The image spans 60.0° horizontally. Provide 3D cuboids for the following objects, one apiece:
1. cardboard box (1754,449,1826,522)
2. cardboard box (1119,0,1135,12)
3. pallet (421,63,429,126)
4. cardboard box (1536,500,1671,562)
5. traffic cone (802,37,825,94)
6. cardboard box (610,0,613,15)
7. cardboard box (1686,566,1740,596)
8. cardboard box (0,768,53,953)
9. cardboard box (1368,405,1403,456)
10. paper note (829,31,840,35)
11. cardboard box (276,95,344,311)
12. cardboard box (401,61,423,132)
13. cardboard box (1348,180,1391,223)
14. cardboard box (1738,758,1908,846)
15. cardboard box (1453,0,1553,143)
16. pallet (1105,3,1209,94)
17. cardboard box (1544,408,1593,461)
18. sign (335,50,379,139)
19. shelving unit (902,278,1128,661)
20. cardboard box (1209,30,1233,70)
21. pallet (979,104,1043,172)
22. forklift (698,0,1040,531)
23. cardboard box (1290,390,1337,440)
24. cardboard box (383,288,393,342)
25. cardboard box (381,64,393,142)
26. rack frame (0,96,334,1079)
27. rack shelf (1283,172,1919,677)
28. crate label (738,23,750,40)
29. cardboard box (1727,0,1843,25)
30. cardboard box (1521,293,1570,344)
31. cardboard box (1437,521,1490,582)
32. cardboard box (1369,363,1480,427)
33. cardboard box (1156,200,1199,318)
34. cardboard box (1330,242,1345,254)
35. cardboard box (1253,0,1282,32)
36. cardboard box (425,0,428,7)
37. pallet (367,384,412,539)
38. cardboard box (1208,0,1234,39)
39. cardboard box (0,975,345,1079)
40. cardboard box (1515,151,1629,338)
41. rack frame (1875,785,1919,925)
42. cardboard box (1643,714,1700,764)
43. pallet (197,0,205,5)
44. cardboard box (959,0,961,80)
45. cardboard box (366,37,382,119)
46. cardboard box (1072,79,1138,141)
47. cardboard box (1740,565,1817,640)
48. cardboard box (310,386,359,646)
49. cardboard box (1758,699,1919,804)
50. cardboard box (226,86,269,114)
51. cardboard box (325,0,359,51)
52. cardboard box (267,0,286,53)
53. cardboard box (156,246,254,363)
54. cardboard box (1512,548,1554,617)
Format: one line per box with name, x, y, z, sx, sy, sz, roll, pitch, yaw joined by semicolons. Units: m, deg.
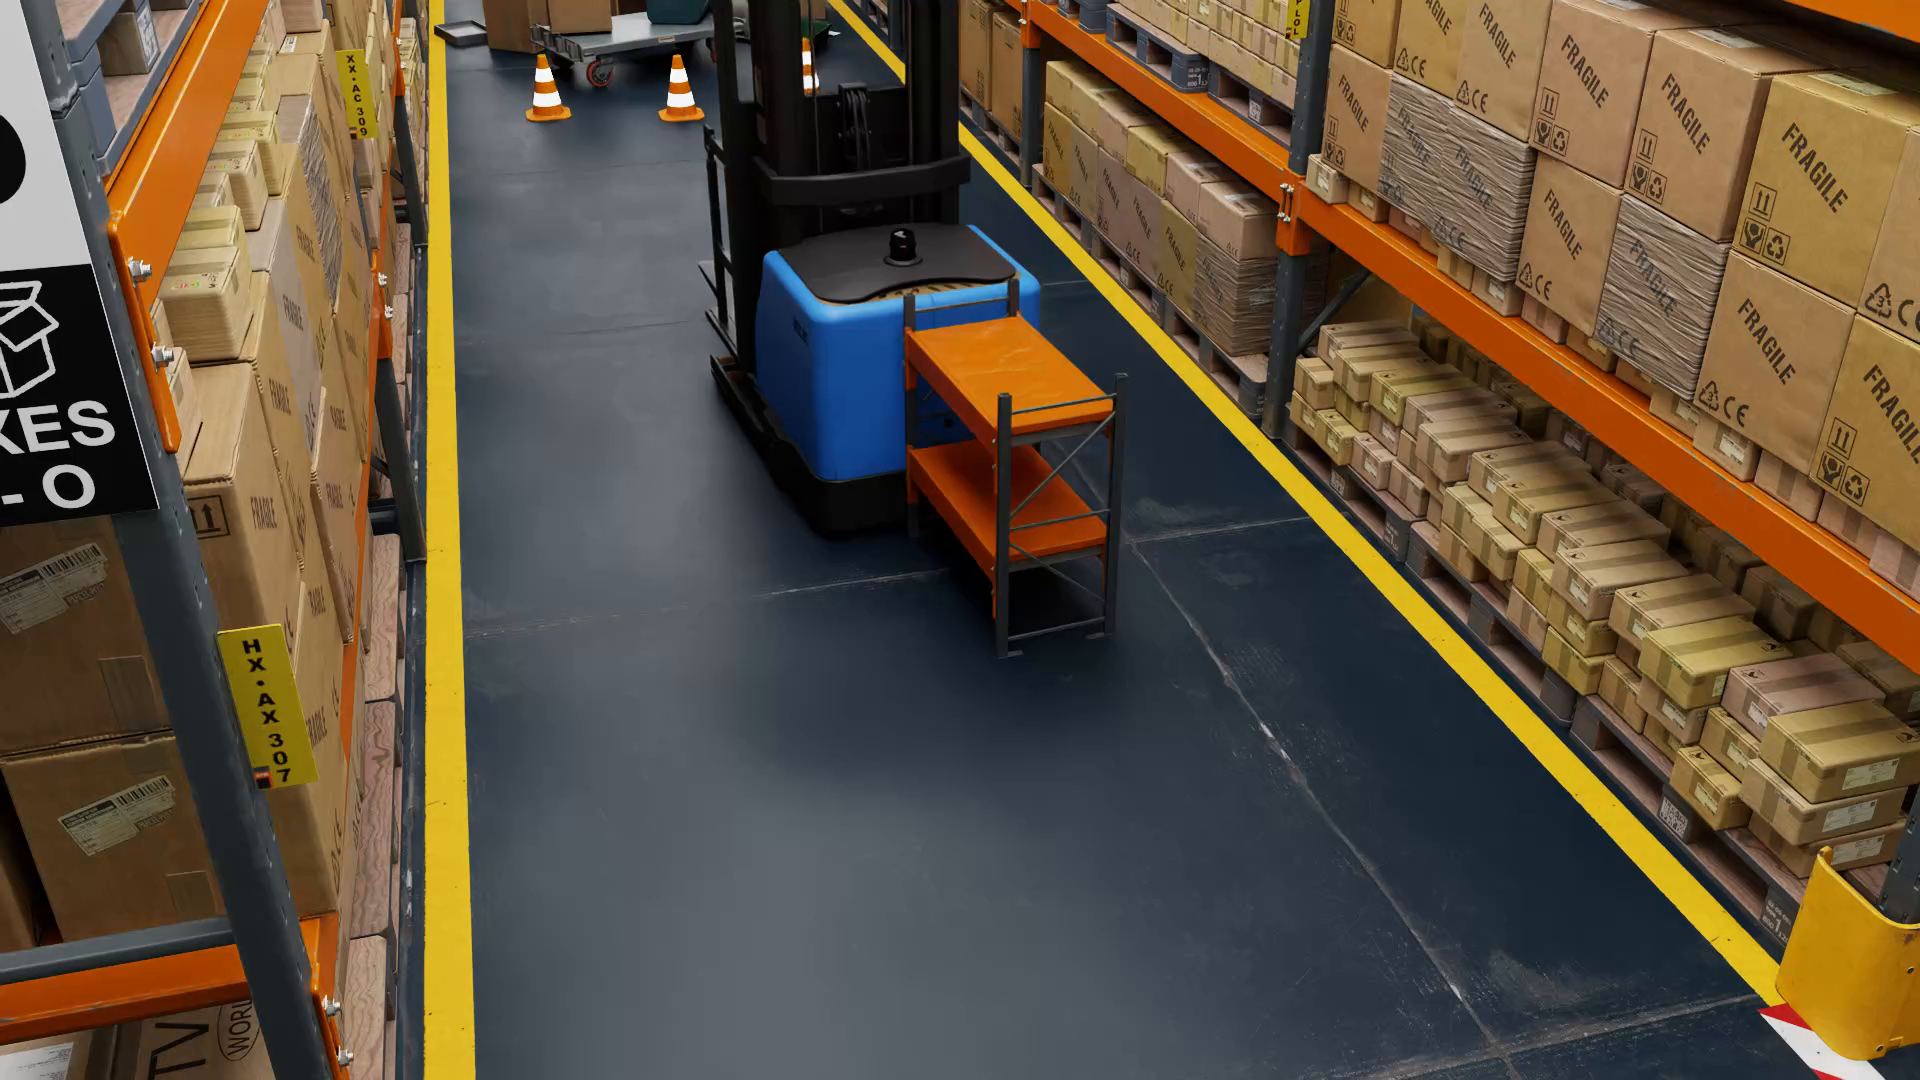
cardboard box;2.569;-0.196;4.845;0.380;0.149;0.250;-8;31;-14
cardboard box;1.129;-3.116;9.472;0.380;0.149;0.250;-7;31;-12
pallet;-4.684;-3.447;12.994;1.003;0.211;1.213;-8;31;-13
cardboard box;2.356;-0.003;6.094;0.380;0.149;0.250;-9;31;-15
traffic cone;-1.246;-3.790;13.336;0.336;0.463;0.334;-8;31;-13
cardboard box;-3.047;-5.369;16.024;0.637;0.503;0.797;19;35;29
cardboard box;2.853;0.195;6.048;0.380;0.149;0.250;-9;31;-16
cardboard box;-2.090;0.525;3.249;0.500;0.500;0.500;-8;31;-13
cardboard box;2.018;-0.509;7.264;0.380;0.149;0.250;-8;31;-14
paper note;-1.198;-4.656;15.263;0.142;0.020;0.147;19;35;29
cardboard box;-2.106;-0.960;4.816;0.500;0.500;0.500;-7;31;-13
cardboard box;-4.370;-3.139;11.882;0.950;0.372;0.625;-7;31;-12
cardboard box;1.877;-1.469;7.044;0.380;0.149;0.250;-7;31;-12
cardboard box;2.623;0.766;5.063;0.380;0.149;0.250;-9;31;-15
cardboard box;2.118;-1.731;5.852;0.500;0.500;0.500;-7;31;-12
pallet;1.480;-2.771;9.235;1.003;0.211;1.213;-8;31;-13
cardboard box;2.656;-0.449;6.865;0.380;0.149;0.250;-9;31;-16
sign;-2.234;-1.649;6.162;0.100;0.325;0.005;-8;31;-13
shelving unit;0.190;-0.309;6.660;0.538;1.125;1.048;-11;32;-18
cardboard box;1.481;-2.478;8.369;0.380;0.149;0.250;-9;31;-16
pallet;0.779;-2.989;12.203;1.003;0.211;1.213;-8;31;-13
forklift;-0.644;-2.032;7.834;1.130;2.935;3.031;-11;32;-18
cardboard box;1.764;-0.602;7.723;0.380;0.149;0.250;-9;31;-15
cardboard box;-3.258;-1.152;7.948;0.875;0.875;0.875;-7;31;-12
cardboard box;-3.014;-2.091;8.017;0.500;0.250;0.500;-8;31;-14
rack frame;-1.707;0.766;2.932;1.000;3.000;0.127;-8;31;-13
rack shelf;2.508;-0.595;6.003;1.077;0.370;4.000;-8;31;-13
crate label;-1.869;-4.608;15.074;0.250;0.136;0.298;19;35;29
cardboard box;2.780;-1.540;5.522;0.500;0.500;0.500;-9;31;-15
cardboard box;2.249;-0.831;5.942;0.380;0.149;0.250;-7;31;-11
cardboard box;2.147;0.019;6.649;0.380;0.149;0.250;-9;31;-15
cardboard box;1.999;-0.628;7.173;0.380;0.149;0.250;-8;31;-14
cardboard box;1.402;-1.544;9.000;0.500;0.500;0.500;-9;31;-14
cardboard box;2.036;-1.689;8.502;0.500;0.250;0.500;-9;31;-15
cardboard box;1.610;-2.501;7.814;0.380;0.149;0.250;-9;31;-15
cardboard box;-5.206;-5.095;15.384;0.500;0.250;0.500;-9;31;-15
pallet;-3.046;-0.322;7.595;1.003;0.211;1.213;-8;31;-13
cardboard box;1.470;-2.619;8.315;0.380;0.149;0.250;-9;31;-15
cardboard box;-1.979;1.388;3.996;0.875;0.438;0.875;-9;31;-15
cardboard box;2.273;-1.031;5.640;0.500;0.500;0.500;-6;31;-11
rack frame;3.039;0.059;4.153;1.000;3.000;0.127;-8;31;-13
cardboard box;2.545;0.635;5.585;0.380;0.149;0.250;-8;31;-14
pallet;-2.241;-1.441;3.839;1.003;0.211;1.213;-8;31;-13
cardboard box;0.358;-4.190;13.322;1.050;0.750;0.750;-8;31;-13
cardboard box;-2.887;-2.063;7.470;0.500;0.250;0.500;-7;31;-13
cardboard box;1.000;-2.619;10.108;0.500;0.250;0.500;-8;31;-14
cardboard box;2.949;0.191;5.759;0.380;0.149;0.250;-9;31;-16
cardboard box;-1.836;-0.036;4.218;0.500;0.500;0.500;-8;31;-14
cardboard box;2.654;0.632;4.997;0.380;0.149;0.250;-7;31;-13
cardboard box;-2.022;-1.074;4.365;0.380;0.149;0.250;-8;31;-13
cardboard box;-2.608;-1.893;6.427;0.500;0.500;0.500;-7;31;-13
cardboard box;-2.415;-1.674;5.403;0.380;0.149;0.250;-7;31;-12
cardboard box;-1.631;-0.457;3.299;0.380;0.149;0.250;-7;31;-12
cardboard box;2.284;0.140;6.143;0.380;0.149;0.250;-6;31;-11
